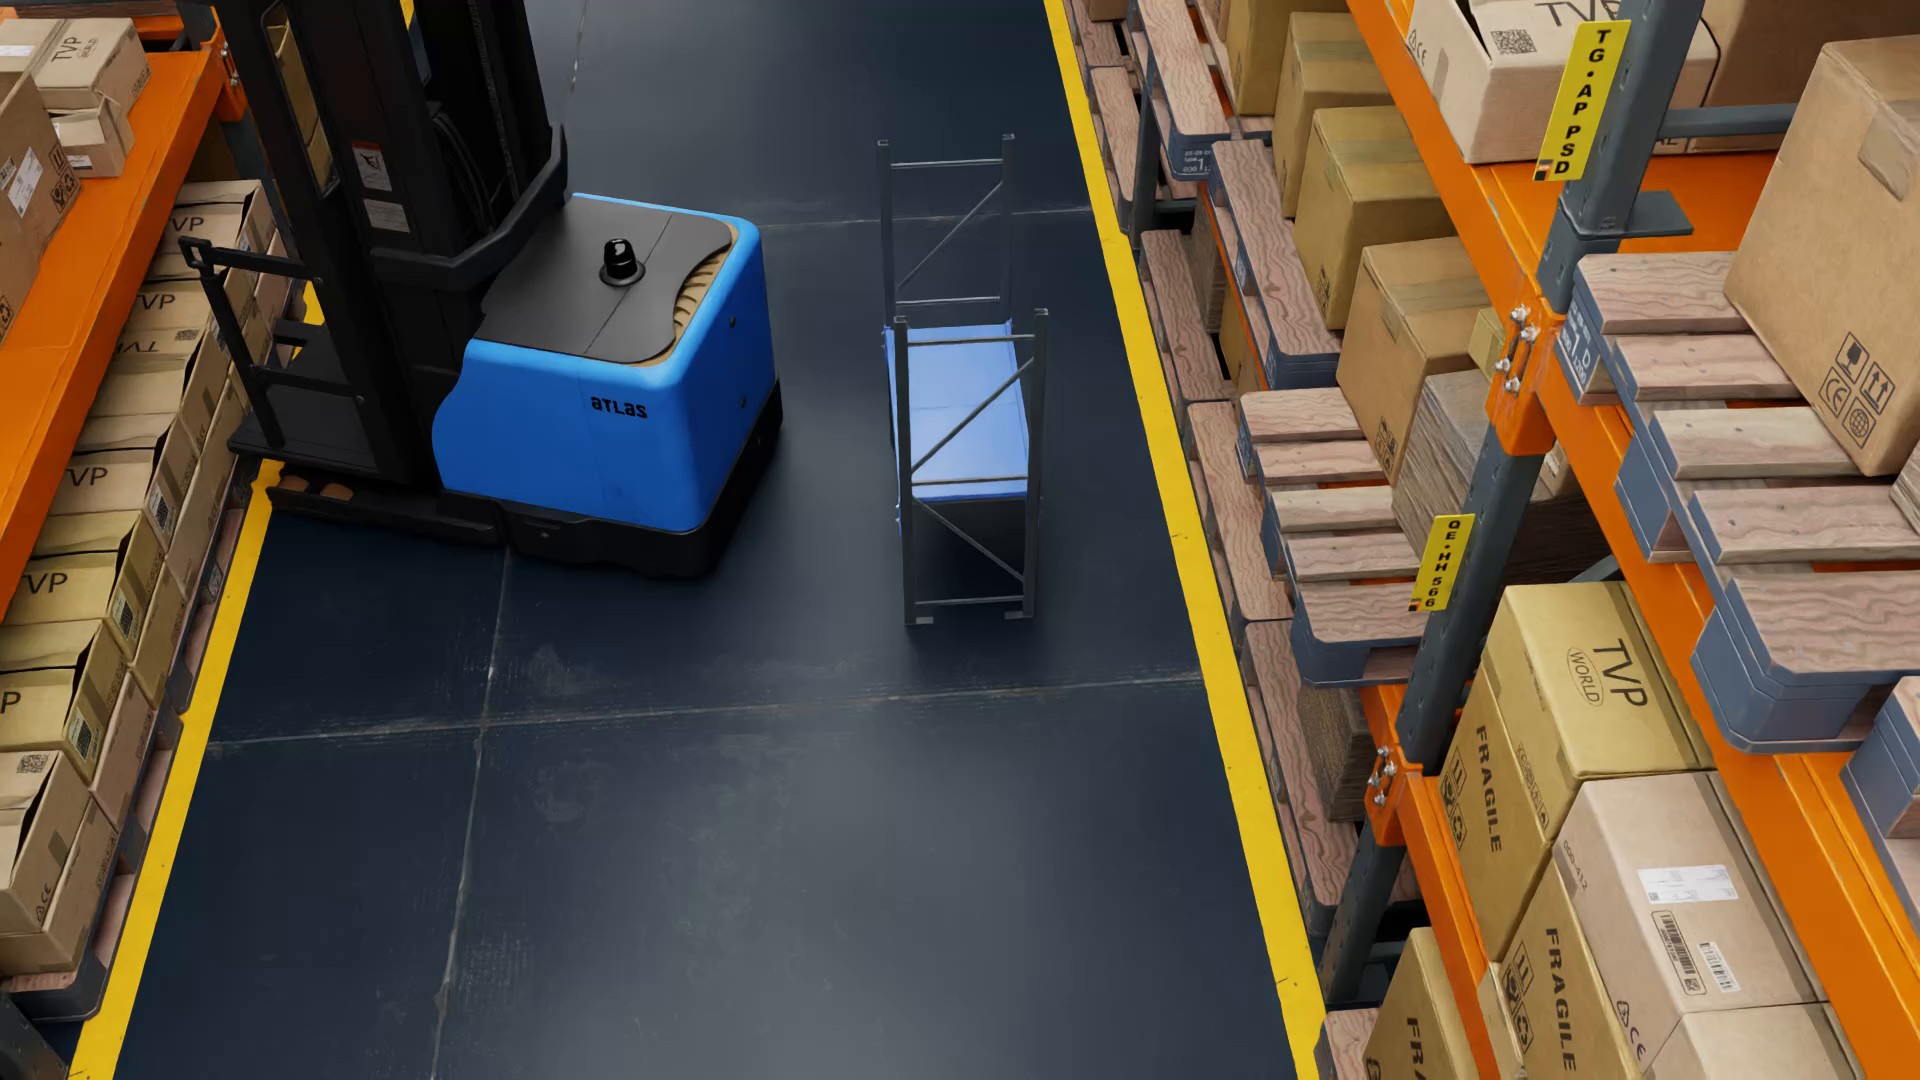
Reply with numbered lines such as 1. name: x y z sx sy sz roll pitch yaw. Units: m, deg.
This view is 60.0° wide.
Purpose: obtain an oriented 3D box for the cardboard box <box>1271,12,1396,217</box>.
1. cardboard box: 1.466 -1.442 5.678 0.700 0.500 0.500 2 47 2

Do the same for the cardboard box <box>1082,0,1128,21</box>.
1. cardboard box: 1.024 -3.240 9.171 0.700 0.500 0.500 -6 47 -6

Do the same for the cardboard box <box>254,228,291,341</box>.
1. cardboard box: -3.281 -1.119 7.348 0.500 0.250 0.500 -4 47 -4

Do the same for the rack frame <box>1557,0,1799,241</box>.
1. rack frame: 1.667 -1.675 2.139 1.000 3.000 0.127 -3 47 -3

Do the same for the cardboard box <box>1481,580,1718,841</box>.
1. cardboard box: 1.450 0.351 3.547 0.500 0.250 0.500 -2 47 -2

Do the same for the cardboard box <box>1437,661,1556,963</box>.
1. cardboard box: 1.452 0.611 3.818 0.500 0.500 0.500 -2 47 -2

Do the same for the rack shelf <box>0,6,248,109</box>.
1. rack shelf: -3.772 -3.402 8.402 1.077 0.370 4.000 -3 47 -3

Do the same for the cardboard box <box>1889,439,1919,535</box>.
1. cardboard box: 1.861 -0.102 2.343 0.700 0.500 0.500 -6 47 -5

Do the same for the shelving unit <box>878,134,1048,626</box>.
1. shelving unit: -0.007 -0.577 6.264 0.538 1.500 1.048 -3 47 -3

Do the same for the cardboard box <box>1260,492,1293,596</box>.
1. cardboard box: 1.557 -0.159 6.253 0.700 0.500 0.500 -4 47 -4

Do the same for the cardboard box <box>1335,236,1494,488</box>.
1. cardboard box: 1.543 -0.540 4.824 0.700 0.500 0.500 -7 47 -7

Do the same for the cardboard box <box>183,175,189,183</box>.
1. cardboard box: -3.861 -1.724 7.921 0.500 0.250 0.500 -3 47 -3

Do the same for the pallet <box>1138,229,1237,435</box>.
1. pallet: 1.398 -0.984 7.537 1.003 0.211 1.213 -3 47 -3

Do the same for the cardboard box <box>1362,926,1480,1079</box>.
1. cardboard box: 1.597 1.523 4.433 0.750 0.750 0.750 -4 47 -4

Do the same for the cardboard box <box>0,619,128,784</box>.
1. cardboard box: -3.073 0.524 5.407 0.500 0.311 0.500 -5 47 -4

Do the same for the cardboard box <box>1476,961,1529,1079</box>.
1. cardboard box: 1.414 1.100 3.802 0.380 0.149 0.250 -2 47 -2

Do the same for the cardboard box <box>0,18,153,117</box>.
1. cardboard box: -3.520 -1.797 6.490 0.500 0.250 0.500 -1 47 -1

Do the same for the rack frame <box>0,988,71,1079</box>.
1. rack frame: -3.269 0.692 4.029 1.000 3.000 0.127 -3 47 -3

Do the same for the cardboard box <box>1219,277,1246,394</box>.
1. cardboard box: 1.503 -0.896 6.951 0.700 0.500 0.500 -4 47 -4

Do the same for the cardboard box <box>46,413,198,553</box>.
1. cardboard box: -3.157 -0.218 6.108 0.500 0.311 0.500 -4 47 -4

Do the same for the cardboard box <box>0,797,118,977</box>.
1. cardboard box: -3.021 1.096 5.251 0.500 0.250 0.500 -4 47 -3

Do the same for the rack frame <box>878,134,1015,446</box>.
1. rack frame: -0.050 -0.945 6.612 0.500 1.500 0.032 -3 47 -3

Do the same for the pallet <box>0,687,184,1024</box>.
1. pallet: -3.299 1.052 5.608 1.003 0.211 1.213 -3 47 -3

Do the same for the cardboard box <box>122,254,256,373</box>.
1. cardboard box: -3.235 -0.943 6.795 0.500 0.311 0.500 -2 47 -2

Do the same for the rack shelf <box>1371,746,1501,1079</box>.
1. rack shelf: 1.834 2.082 3.208 1.077 0.370 4.000 -3 47 -3

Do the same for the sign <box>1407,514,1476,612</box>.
1. sign: 1.127 0.057 3.887 0.100 0.325 0.005 -3 47 -3

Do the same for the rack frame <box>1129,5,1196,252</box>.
1. rack frame: 1.332 -2.506 7.058 1.000 3.000 0.127 -3 47 -3

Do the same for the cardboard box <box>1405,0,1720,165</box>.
1. cardboard box: 1.337 -1.124 3.731 0.500 0.311 0.500 -3 47 -3

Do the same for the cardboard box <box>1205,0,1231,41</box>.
1. cardboard box: 1.340 -2.322 6.511 0.700 0.500 0.500 -3 47 -3

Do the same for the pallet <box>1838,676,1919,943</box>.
1. pallet: 1.870 0.693 2.092 1.003 0.211 1.213 -2 47 -1

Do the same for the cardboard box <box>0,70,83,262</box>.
1. cardboard box: -3.512 -1.299 5.845 0.500 0.500 0.500 0 47 0

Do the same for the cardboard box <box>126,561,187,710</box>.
1. cardboard box: -3.113 0.356 5.951 0.500 0.250 0.500 -5 47 -4

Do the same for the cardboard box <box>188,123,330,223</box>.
1. cardboard box: -3.341 -1.755 7.951 0.500 0.250 0.500 -3 47 -3

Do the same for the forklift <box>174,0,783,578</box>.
1. forklift: -2.334 -1.438 6.093 3.031 2.935 1.130 10 47 10

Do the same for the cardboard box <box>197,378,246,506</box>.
1. cardboard box: -3.197 -0.383 6.651 0.500 0.250 0.500 -3 47 -2

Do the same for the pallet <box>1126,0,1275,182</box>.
1. pallet: 1.251 -1.878 6.595 1.003 0.211 1.213 -3 47 -3

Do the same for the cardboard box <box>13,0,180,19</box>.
1. cardboard box: -3.648 -2.558 7.037 0.700 0.500 0.500 -5 47 -4

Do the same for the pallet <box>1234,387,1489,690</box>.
1. pallet: 1.501 -0.055 4.869 1.213 0.211 1.003 -3 47 -3

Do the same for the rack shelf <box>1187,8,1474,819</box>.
1. rack shelf: 1.499 -0.812 5.948 1.077 0.370 4.000 -3 47 -3

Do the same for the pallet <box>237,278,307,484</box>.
1. pallet: -3.504 -0.713 7.280 1.003 0.211 1.213 -3 47 -3

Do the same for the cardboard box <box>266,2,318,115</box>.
1. cardboard box: -3.381 -2.375 8.021 0.500 0.500 0.500 -3 47 -3

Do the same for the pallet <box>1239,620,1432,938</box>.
1. pallet: 1.603 0.781 5.865 1.003 0.211 1.213 -3 47 -3

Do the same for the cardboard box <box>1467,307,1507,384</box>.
1. cardboard box: 1.566 -0.501 4.340 0.380 0.149 0.250 -11 47 -10
